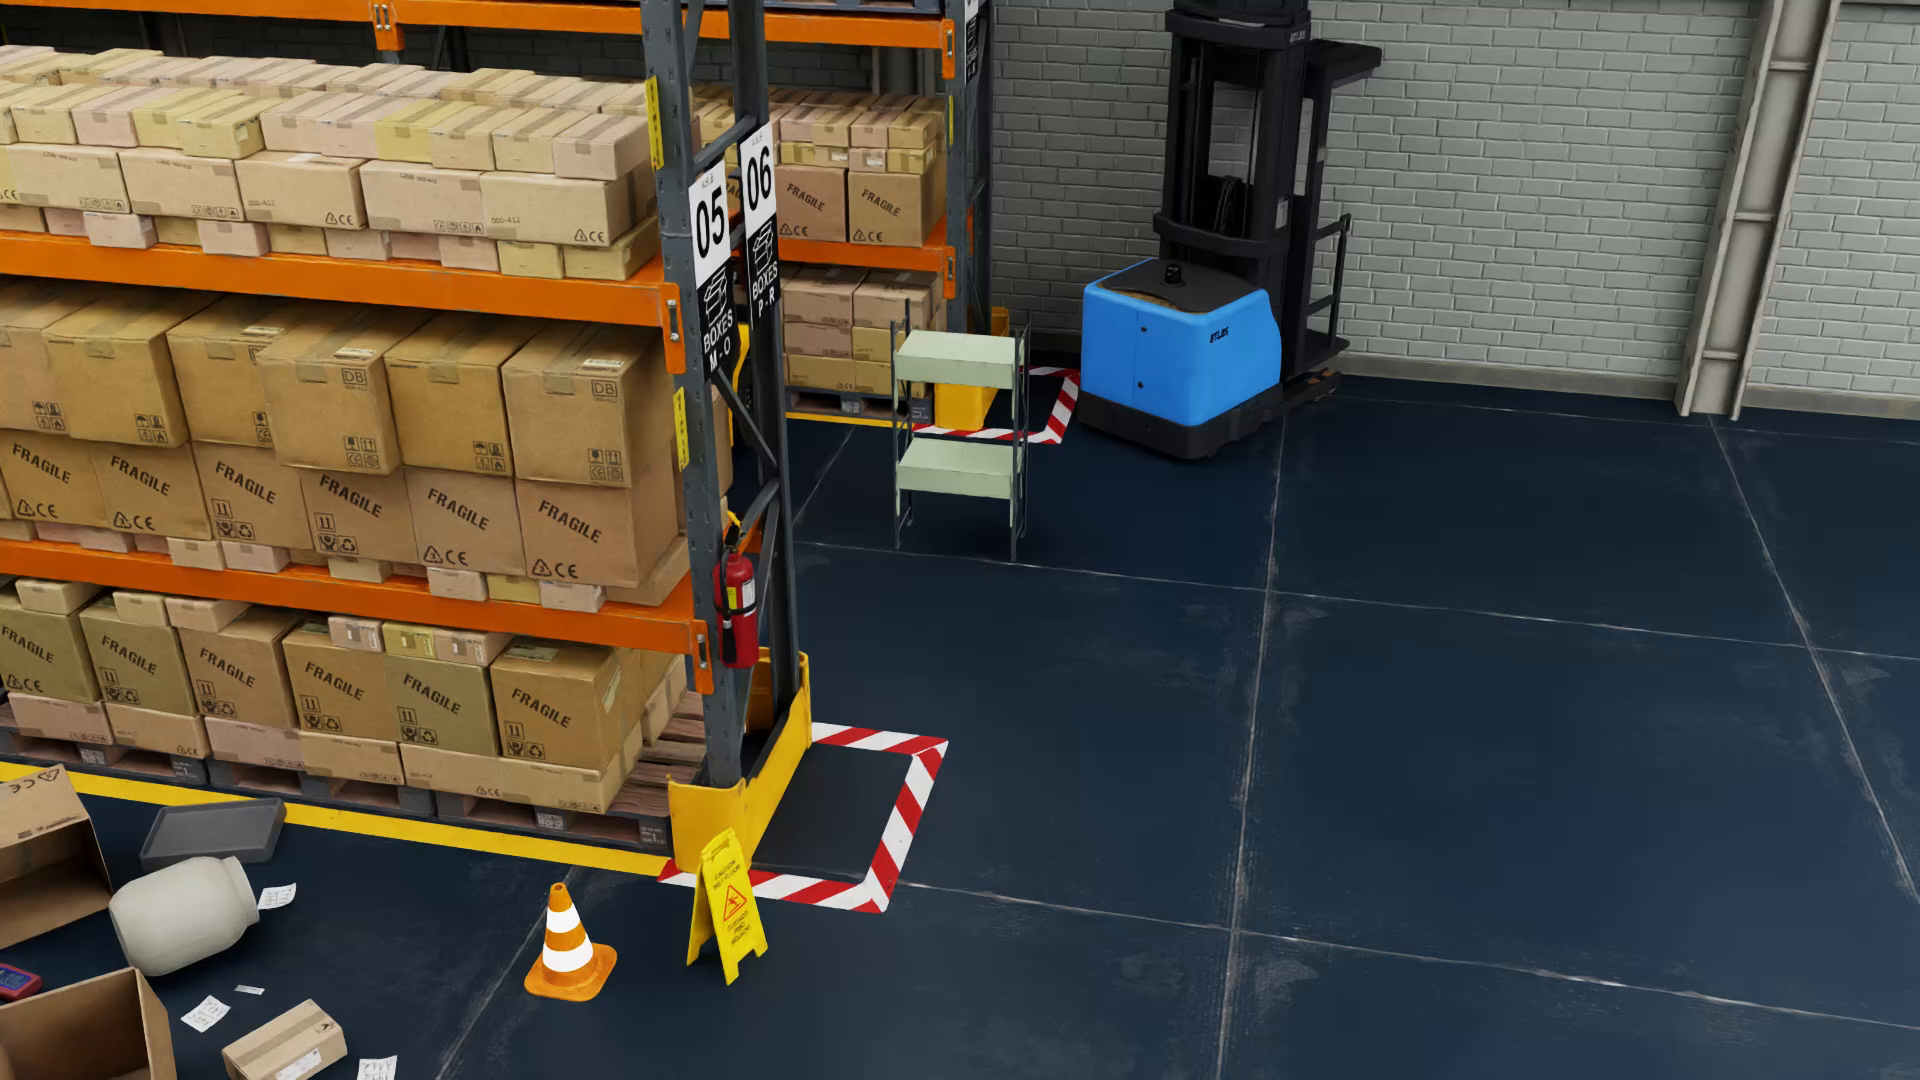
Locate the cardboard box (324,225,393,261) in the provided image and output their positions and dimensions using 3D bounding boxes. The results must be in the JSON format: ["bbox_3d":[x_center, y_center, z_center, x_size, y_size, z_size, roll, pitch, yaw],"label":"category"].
[{"bbox_3d":[-2.359,-1.268,6.743,0.250,0.149,0.380,6,29,10],"label":"cardboard box"}]

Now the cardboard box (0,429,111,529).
[{"bbox_3d":[-4.005,-0.408,7.619,0.500,0.500,0.500,6,29,10],"label":"cardboard box"}]

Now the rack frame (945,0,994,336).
[{"bbox_3d":[0.072,-2.378,11.632,0.127,3.000,1.000,6,29,11],"label":"rack frame"}]

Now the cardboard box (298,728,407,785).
[{"bbox_3d":[-2.826,0.915,8.043,0.500,0.250,0.500,5,29,9],"label":"cardboard box"}]

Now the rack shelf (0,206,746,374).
[{"bbox_3d":[-2.917,-1.247,7.192,4.000,0.370,1.077,6,29,11],"label":"rack shelf"}]

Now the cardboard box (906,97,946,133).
[{"bbox_3d":[-0.212,-2.971,11.626,0.250,0.149,0.380,5,29,10],"label":"cardboard box"}]

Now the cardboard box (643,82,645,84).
[{"bbox_3d":[-2.219,-3.204,12.052,0.250,0.149,0.380,6,29,10],"label":"cardboard box"}]

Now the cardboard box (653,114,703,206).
[{"bbox_3d":[-1.397,-1.603,6.939,0.500,0.250,0.500,5,29,10],"label":"cardboard box"}]

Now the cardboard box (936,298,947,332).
[{"bbox_3d":[-0.345,-1.720,12.336,0.500,0.250,0.500,6,29,11],"label":"cardboard box"}]

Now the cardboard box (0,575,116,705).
[{"bbox_3d":[-4.352,0.431,8.146,0.500,0.500,0.500,7,30,13],"label":"cardboard box"}]

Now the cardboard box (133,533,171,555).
[{"bbox_3d":[-3.606,-0.089,7.712,0.250,0.149,0.380,6,29,10],"label":"cardboard box"}]

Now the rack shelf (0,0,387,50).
[{"bbox_3d":[-5.796,-3.980,12.184,4.000,0.370,1.077,6,29,11],"label":"rack shelf"}]

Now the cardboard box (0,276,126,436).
[{"bbox_3d":[-3.993,-0.853,7.392,0.500,0.500,0.700,6,29,11],"label":"cardboard box"}]

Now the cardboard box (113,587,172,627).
[{"bbox_3d":[-3.740,0.238,7.823,0.250,0.149,0.380,7,29,13],"label":"cardboard box"}]

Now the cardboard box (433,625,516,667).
[{"bbox_3d":[-2.172,0.399,7.530,0.250,0.149,0.380,7,29,12],"label":"cardboard box"}]

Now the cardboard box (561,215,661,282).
[{"bbox_3d":[-1.368,-1.157,6.539,0.250,0.149,0.380,6,29,11],"label":"cardboard box"}]

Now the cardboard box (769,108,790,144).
[{"bbox_3d":[-1.338,-2.831,11.371,0.250,0.149,0.380,7,29,12],"label":"cardboard box"}]

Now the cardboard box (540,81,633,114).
[{"bbox_3d":[-1.516,-1.751,6.795,0.250,0.149,0.380,6,29,10],"label":"cardboard box"}]

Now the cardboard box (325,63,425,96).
[{"bbox_3d":[-2.478,-1.910,7.085,0.250,0.149,0.380,7,29,12],"label":"cardboard box"}]

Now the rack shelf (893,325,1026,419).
[{"bbox_3d":[0.007,-1.000,9.863,0.720,0.370,0.431,6,29,11],"label":"rack shelf"}]

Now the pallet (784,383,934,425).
[{"bbox_3d":[-0.685,-1.212,12.406,1.213,0.211,1.003,6,29,11],"label":"pallet"}]

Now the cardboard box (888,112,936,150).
[{"bbox_3d":[-0.322,-2.774,11.266,0.250,0.149,0.380,6,29,11],"label":"cardboard box"}]

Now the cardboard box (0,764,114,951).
[{"bbox_3d":[-4.109,1.394,7.343,0.500,0.500,0.500,-21,35,-33],"label":"cardboard box"}]

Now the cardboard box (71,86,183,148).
[{"bbox_3d":[-3.348,-1.713,6.726,0.250,0.149,0.380,5,29,10],"label":"cardboard box"}]

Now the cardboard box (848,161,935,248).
[{"bbox_3d":[-0.464,-2.348,11.473,0.500,0.500,0.500,5,29,9],"label":"cardboard box"}]

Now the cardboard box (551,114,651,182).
[{"bbox_3d":[-1.353,-1.497,6.331,0.250,0.149,0.380,6,29,11],"label":"cardboard box"}]

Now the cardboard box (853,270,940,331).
[{"bbox_3d":[-0.444,-1.695,11.768,0.500,0.250,0.500,7,29,12],"label":"cardboard box"}]

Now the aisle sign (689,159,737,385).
[{"bbox_3d":[-0.961,-1.045,6.489,0.004,0.787,0.394,6,29,11],"label":"aisle sign"}]

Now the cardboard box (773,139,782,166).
[{"bbox_3d":[-1.334,-2.711,11.461,0.250,0.149,0.380,5,29,9],"label":"cardboard box"}]

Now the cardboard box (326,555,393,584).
[{"bbox_3d":[-2.637,0.031,7.493,0.250,0.149,0.380,6,29,10],"label":"cardboard box"}]

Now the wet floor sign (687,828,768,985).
[{"bbox_3d":[-0.999,1.508,6.986,0.232,0.644,0.267,17,33,28],"label":"wet floor sign"}]

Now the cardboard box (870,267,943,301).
[{"bbox_3d":[-0.359,-1.932,12.202,0.500,0.250,0.500,5,29,10],"label":"cardboard box"}]

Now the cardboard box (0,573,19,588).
[{"bbox_3d":[-5.386,0.469,8.731,0.625,0.372,0.950,6,29,11],"label":"cardboard box"}]

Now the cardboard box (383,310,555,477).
[{"bbox_3d":[-2.000,-0.663,7.044,0.500,0.500,0.700,6,29,11],"label":"cardboard box"}]

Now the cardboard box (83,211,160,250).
[{"bbox_3d":[-3.377,-1.336,6.867,0.250,0.149,0.380,5,29,10],"label":"cardboard box"}]

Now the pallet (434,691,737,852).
[{"bbox_3d":[-1.822,1.071,8.236,1.213,0.211,1.003,6,29,11],"label":"pallet"}]

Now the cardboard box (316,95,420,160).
[{"bbox_3d":[-2.326,-1.636,6.584,0.250,0.149,0.380,6,29,11],"label":"cardboard box"}]

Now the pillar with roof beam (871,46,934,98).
[{"bbox_3d":[-1.320,-3.481,7.399,0.400,9.000,9.100,6,29,11],"label":"pillar with roof beam"}]

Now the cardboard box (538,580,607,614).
[{"bbox_3d":[-1.642,0.153,7.270,0.250,0.149,0.380,6,29,10],"label":"cardboard box"}]

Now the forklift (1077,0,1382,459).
[{"bbox_3d":[2.189,-2.458,11.849,1.130,2.935,3.031,23,36,36],"label":"forklift"}]

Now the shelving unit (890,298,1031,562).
[{"bbox_3d":[0.007,-0.657,10.051,0.755,1.500,0.431,6,29,11],"label":"shelving unit"}]

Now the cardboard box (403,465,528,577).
[{"bbox_3d":[-2.038,-0.198,7.237,0.500,0.500,0.500,6,29,11],"label":"cardboard box"}]

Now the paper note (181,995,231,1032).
[{"bbox_3d":[-3.101,1.945,6.839,0.142,0.019,0.148,17,33,28],"label":"paper note"}]

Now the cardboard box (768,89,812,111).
[{"bbox_3d":[-1.224,-3.079,11.824,0.250,0.149,0.380,7,29,12],"label":"cardboard box"}]

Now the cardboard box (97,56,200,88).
[{"bbox_3d":[-3.495,-1.977,7.207,0.250,0.149,0.380,5,29,10],"label":"cardboard box"}]

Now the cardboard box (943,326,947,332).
[{"bbox_3d":[-0.368,-1.497,12.449,0.500,0.250,0.500,6,29,11],"label":"cardboard box"}]

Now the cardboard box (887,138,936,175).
[{"bbox_3d":[-0.326,-2.610,11.276,0.250,0.149,0.380,6,29,11],"label":"cardboard box"}]

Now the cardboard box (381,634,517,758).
[{"bbox_3d":[-2.310,0.638,7.769,0.500,0.500,0.500,7,29,12],"label":"cardboard box"}]

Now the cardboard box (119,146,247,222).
[{"bbox_3d":[-3.012,-1.502,6.755,0.500,0.250,0.500,6,29,11],"label":"cardboard box"}]
